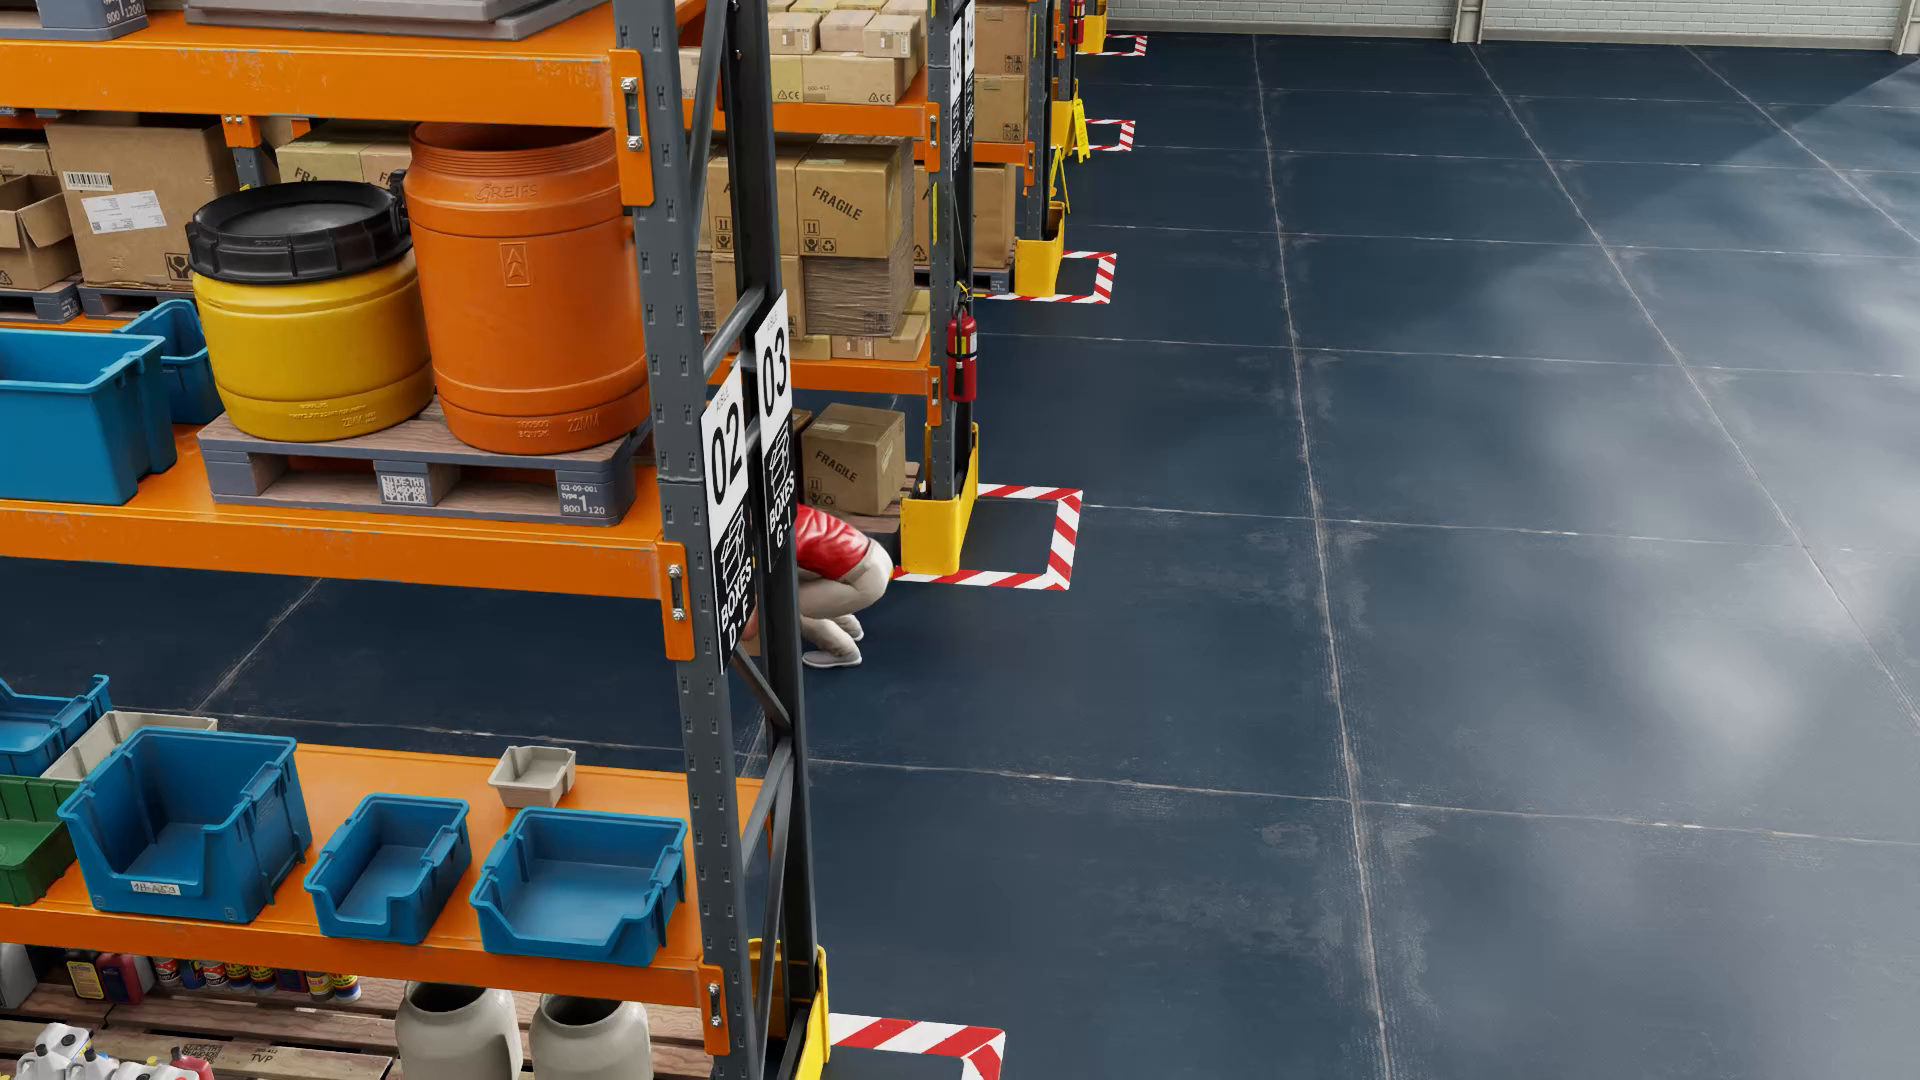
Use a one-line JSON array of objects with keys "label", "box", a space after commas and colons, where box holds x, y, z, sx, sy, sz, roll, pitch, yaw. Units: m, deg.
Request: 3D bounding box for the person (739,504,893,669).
[{"label": "person", "box": [-0.840, 0.208, 9.083, 0.838, 0.949, 0.559, 3, 28, 6]}]
